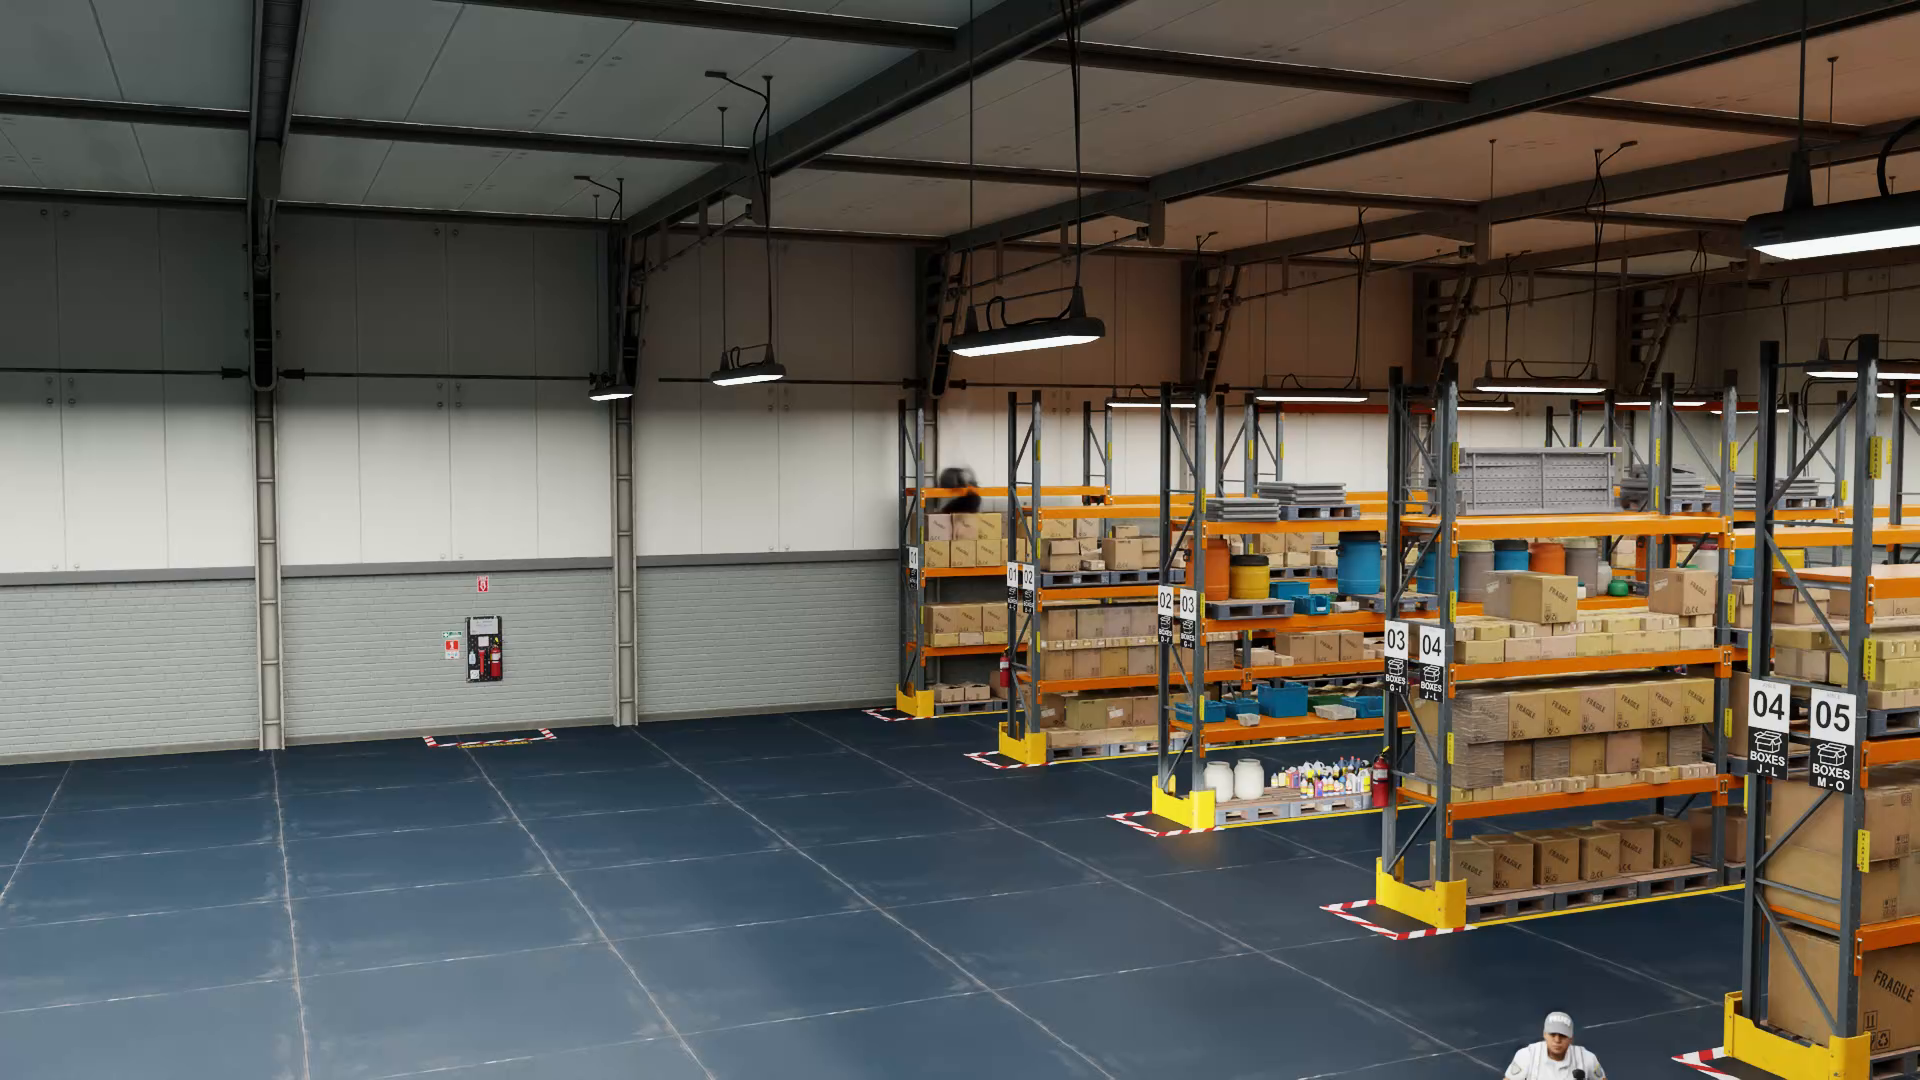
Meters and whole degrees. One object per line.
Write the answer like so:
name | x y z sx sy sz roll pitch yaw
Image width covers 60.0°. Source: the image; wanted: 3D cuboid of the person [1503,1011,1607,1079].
person | 3.734 3.750 10.444 0.630 1.650 0.854 1 4 20
